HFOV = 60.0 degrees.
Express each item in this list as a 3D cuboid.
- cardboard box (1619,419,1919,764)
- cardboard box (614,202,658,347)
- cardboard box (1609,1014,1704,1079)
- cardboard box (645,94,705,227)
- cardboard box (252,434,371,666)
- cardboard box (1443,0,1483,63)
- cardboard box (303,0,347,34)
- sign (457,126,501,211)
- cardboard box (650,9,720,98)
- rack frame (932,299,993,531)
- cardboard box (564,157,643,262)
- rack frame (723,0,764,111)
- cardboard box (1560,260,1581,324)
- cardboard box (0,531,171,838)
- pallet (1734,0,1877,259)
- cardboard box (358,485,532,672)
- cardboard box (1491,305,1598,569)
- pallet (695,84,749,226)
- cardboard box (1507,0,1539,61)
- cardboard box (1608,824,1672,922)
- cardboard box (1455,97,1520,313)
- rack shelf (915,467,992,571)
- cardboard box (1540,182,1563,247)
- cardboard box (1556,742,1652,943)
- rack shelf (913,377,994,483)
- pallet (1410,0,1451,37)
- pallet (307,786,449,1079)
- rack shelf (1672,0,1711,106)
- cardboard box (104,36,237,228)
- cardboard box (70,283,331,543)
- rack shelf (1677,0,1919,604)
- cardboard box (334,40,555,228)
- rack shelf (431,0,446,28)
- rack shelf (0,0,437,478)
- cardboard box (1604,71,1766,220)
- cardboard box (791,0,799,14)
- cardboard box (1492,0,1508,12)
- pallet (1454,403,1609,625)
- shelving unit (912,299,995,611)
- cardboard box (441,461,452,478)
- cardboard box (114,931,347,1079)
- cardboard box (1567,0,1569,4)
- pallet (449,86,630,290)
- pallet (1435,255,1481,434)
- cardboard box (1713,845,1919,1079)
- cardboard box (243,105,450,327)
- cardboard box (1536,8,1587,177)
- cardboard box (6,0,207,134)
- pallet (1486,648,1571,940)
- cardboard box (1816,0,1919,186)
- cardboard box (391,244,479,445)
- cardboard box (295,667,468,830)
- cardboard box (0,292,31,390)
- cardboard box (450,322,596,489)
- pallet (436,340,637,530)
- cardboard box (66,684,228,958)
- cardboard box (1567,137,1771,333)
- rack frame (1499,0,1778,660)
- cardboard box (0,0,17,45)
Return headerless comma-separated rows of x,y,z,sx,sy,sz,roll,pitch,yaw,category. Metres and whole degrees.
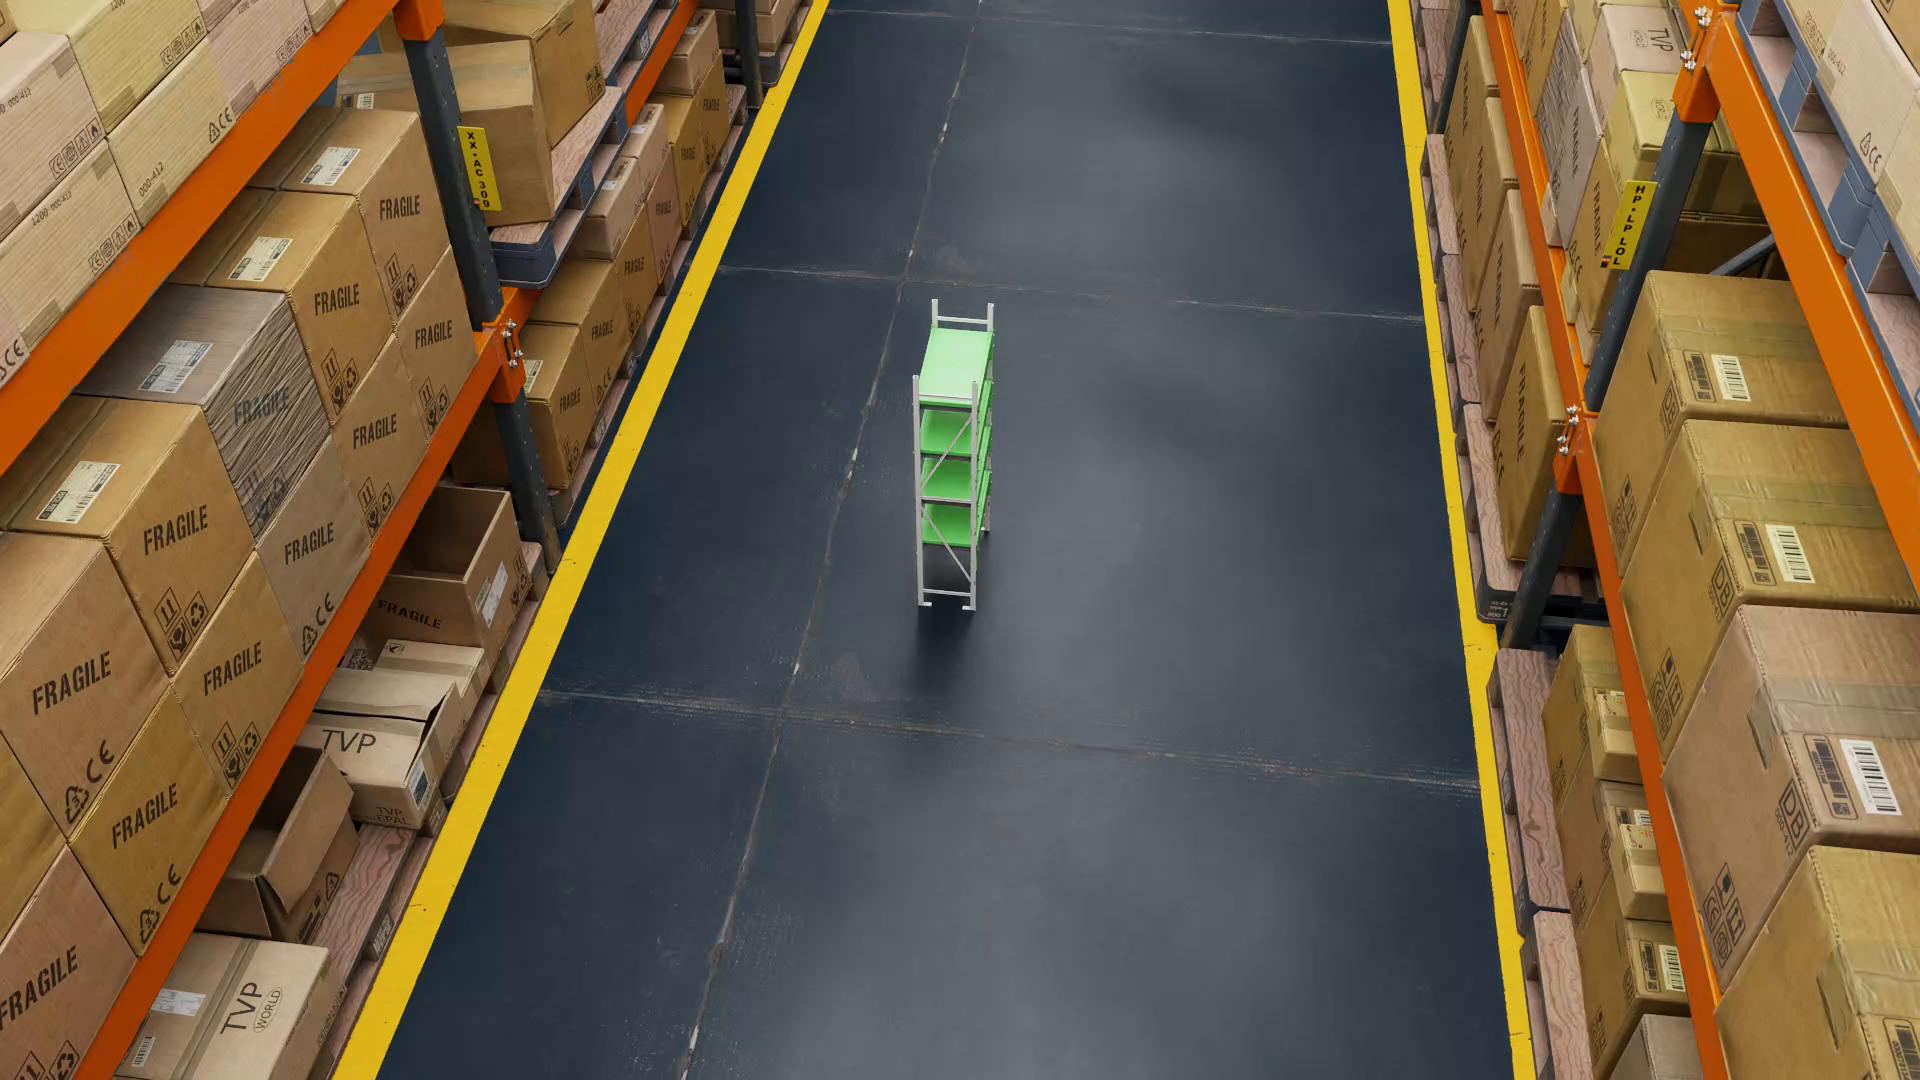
2.502,0.180,4.660,0.980,0.700,0.700,4,44,4,cardboard box
-1.780,-1.288,7.927,0.500,0.500,0.500,6,44,6,cardboard box
2.288,1.735,4.749,0.700,0.500,0.500,4,44,4,cardboard box
-1.650,-1.991,8.669,0.500,0.500,0.500,4,44,4,cardboard box
-2.163,0.006,4.990,0.500,0.500,0.500,6,44,6,cardboard box
3.264,-3.050,9.787,0.700,0.500,0.500,6,44,6,cardboard box
-2.019,-1.703,4.794,0.500,0.250,0.500,5,44,6,cardboard box
-1.680,-1.294,5.805,0.100,0.325,0.005,5,44,6,sign
-1.584,-2.577,8.742,0.500,0.250,0.500,7,44,7,cardboard box
0.010,-0.489,6.894,0.240,1.200,0.015,5,44,6,rack frame
-1.781,-1.537,7.645,0.500,0.250,0.500,5,44,6,cardboard box
-1.690,-3.750,9.029,1.000,3.000,0.127,5,44,6,rack frame
2.466,-0.922,6.211,0.380,0.149,0.250,6,44,6,cardboard box
-2.295,0.327,3.923,0.500,0.500,0.500,6,44,6,cardboard box
2.573,-1.077,4.088,1.003,0.211,1.213,5,44,6,pallet
-2.013,0.138,6.421,0.500,0.500,0.500,5,44,6,cardboard box
2.649,-0.403,6.752,0.750,0.750,0.750,6,44,6,cardboard box
-1.826,-2.232,9.454,1.003,0.211,1.213,5,44,6,pallet
2.758,-2.452,7.354,0.500,0.500,0.500,5,44,5,cardboard box
2.196,1.016,5.036,0.380,0.149,0.250,4,44,4,cardboard box
2.871,-1.588,8.004,0.750,0.750,0.750,5,44,5,cardboard box
-0.022,-0.102,6.927,0.258,0.148,0.480,5,44,6,rack shelf
2.521,-1.280,6.589,0.380,0.149,0.250,5,44,6,cardboard box
2.422,1.021,5.502,0.700,0.500,0.500,5,44,5,cardboard box
-0.022,-0.451,6.597,0.258,0.148,0.480,5,44,6,rack shelf
3.489,-3.651,10.953,1.003,0.211,1.213,5,44,6,pallet
-2.469,1.291,5.734,1.003,0.211,1.213,5,44,6,pallet
2.956,-2.767,6.332,1.077,0.370,4.000,5,44,6,rack shelf
-2.154,-1.022,4.075,0.500,0.250,0.500,5,44,6,cardboard box
-2.161,-0.362,4.651,0.500,0.500,0.500,6,44,6,cardboard box
2.427,-0.041,3.453,1.077,0.370,4.000,5,44,6,rack shelf
-1.934,-1.515,6.290,0.700,0.500,0.500,-8,44,-9,cardboard box
-1.954,-3.215,6.805,1.077,0.370,4.000,5,44,6,rack shelf
-2.483,-0.489,3.926,1.077,0.370,4.000,5,44,6,rack shelf
2.500,-1.342,5.636,0.500,0.250,0.500,6,44,7,cardboard box
-1.264,-3.577,10.540,0.500,0.250,0.500,4,44,4,cardboard box
2.787,-2.671,8.057,0.380,0.149,0.250,6,44,7,cardboard box
2.719,-0.096,7.198,1.003,0.211,1.213,5,44,6,pallet
-0.022,-0.323,6.718,0.258,1.200,0.503,5,44,6,shelving unit
-2.438,-0.638,7.241,0.500,0.500,0.500,5,44,5,cardboard box
-2.262,1.515,5.149,0.500,0.250,0.500,5,44,6,cardboard box
2.711,-2.384,6.737,0.500,0.250,0.500,4,44,5,cardboard box
-2.005,-1.489,6.780,1.003,0.211,1.213,5,44,6,pallet
2.878,-0.930,8.079,1.003,0.211,1.213,5,44,6,pallet
2.306,1.196,3.587,0.980,0.700,0.700,5,44,5,cardboard box
-2.029,-1.055,5.383,0.500,0.500,0.500,5,44,6,cardboard box
2.636,-1.755,6.619,0.500,0.500,0.500,5,44,6,cardboard box
-2.152,-1.203,3.903,0.500,0.250,0.500,5,44,6,cardboard box
2.514,0.948,6.096,1.003,0.211,1.213,5,44,6,pallet
2.258,-1.007,3.681,0.500,0.250,0.500,4,44,5,cardboard box
-2.031,-0.696,5.731,0.500,0.500,0.500,6,44,6,cardboard box
-2.112,0.718,5.946,0.500,0.311,0.500,5,44,6,cardboard box
-2.284,-0.340,3.355,0.500,0.250,0.500,5,44,6,cardboard box
-1.913,-0.584,7.183,0.500,0.500,0.500,3,44,4,cardboard box
-2.149,-0.569,7.698,1.003,0.211,1.213,5,44,6,pallet
-2.295,0.694,4.263,0.500,0.500,0.500,5,44,5,cardboard box
2.503,-1.065,5.890,0.500,0.500,0.500,5,44,5,cardboard box
2.692,-0.576,5.677,1.000,3.000,0.127,5,44,6,rack frame
-2.427,-1.154,3.305,0.700,0.500,0.500,5,44,6,cardboard box
